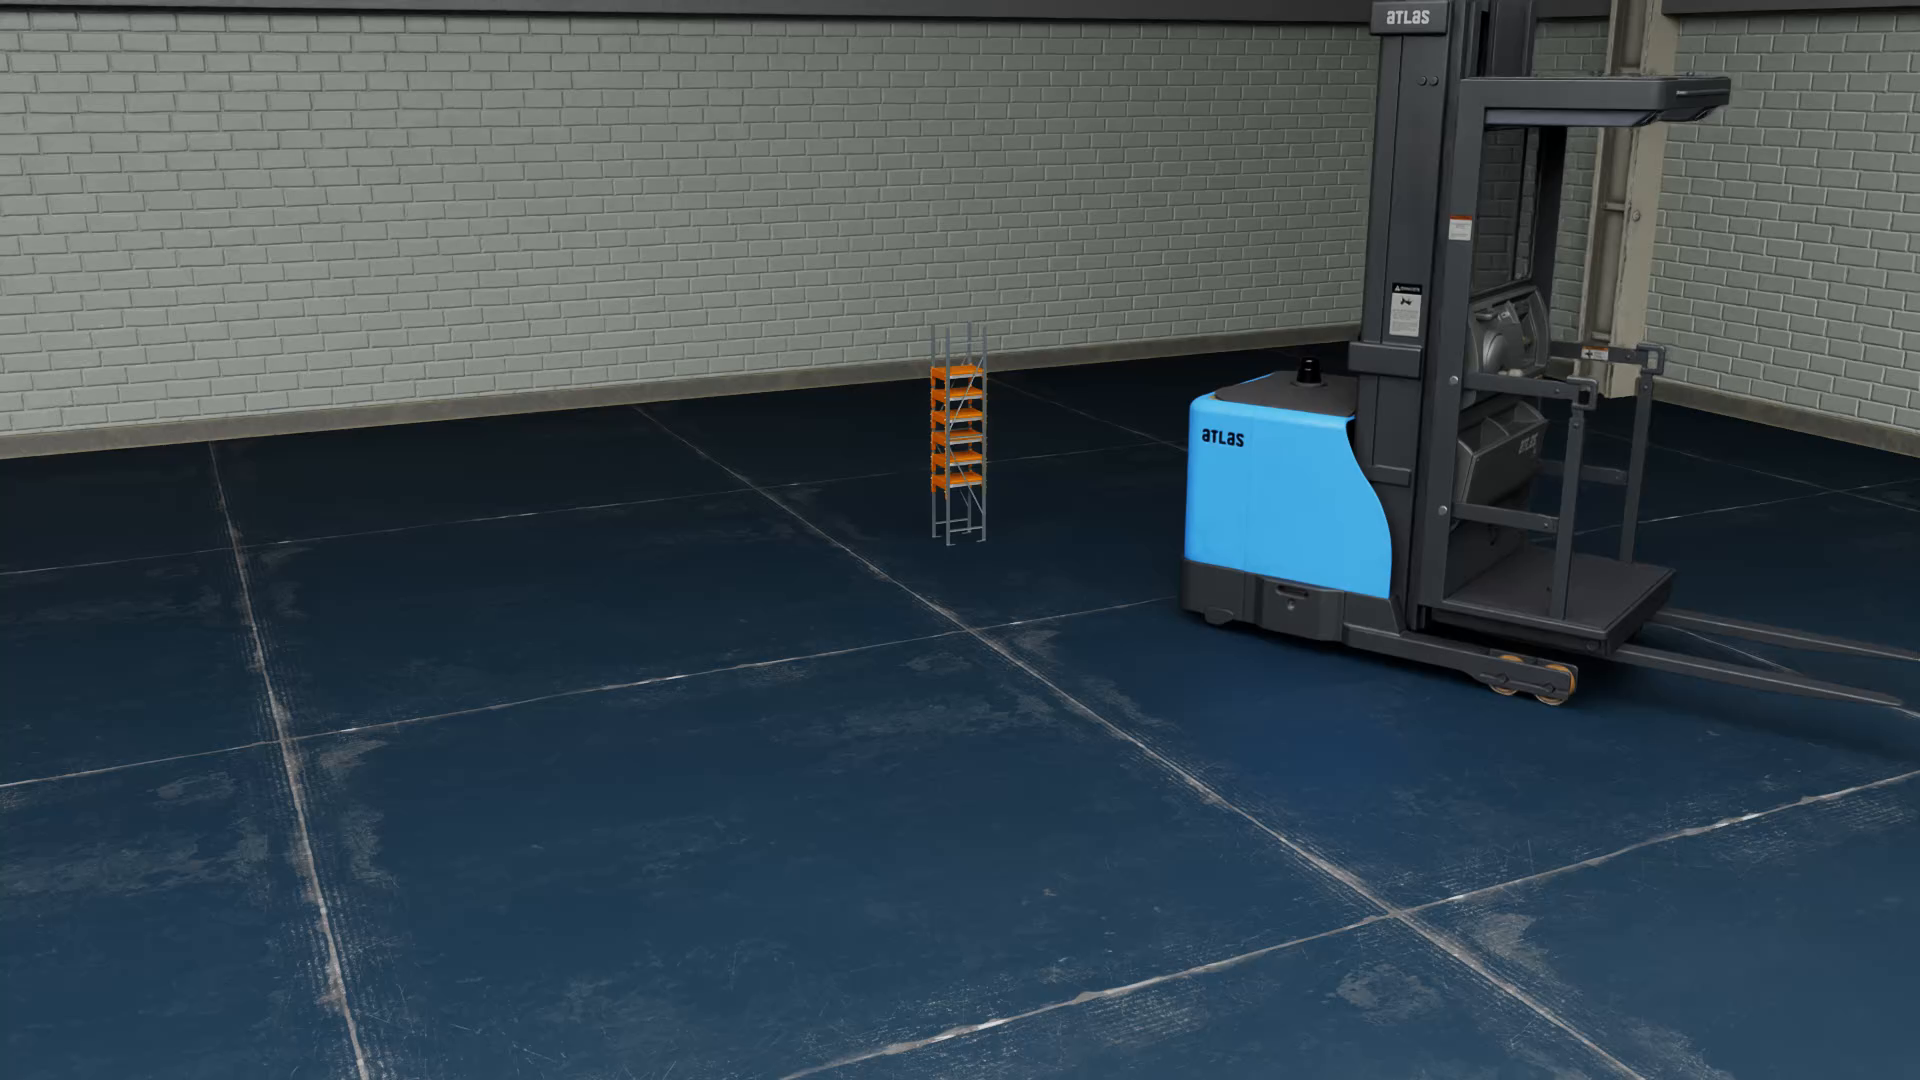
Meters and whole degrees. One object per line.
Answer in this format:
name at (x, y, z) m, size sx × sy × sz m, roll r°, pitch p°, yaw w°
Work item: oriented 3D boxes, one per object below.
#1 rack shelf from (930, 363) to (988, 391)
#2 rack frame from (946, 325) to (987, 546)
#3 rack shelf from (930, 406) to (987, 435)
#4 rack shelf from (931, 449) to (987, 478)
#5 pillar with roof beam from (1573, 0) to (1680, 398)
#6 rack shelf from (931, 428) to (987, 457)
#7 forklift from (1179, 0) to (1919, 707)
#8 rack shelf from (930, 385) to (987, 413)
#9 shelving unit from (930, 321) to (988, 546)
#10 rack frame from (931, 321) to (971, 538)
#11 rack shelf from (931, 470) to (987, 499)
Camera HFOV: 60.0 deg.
rack shelf at (-0.006, -0.884, 9.011) m, size 0.258 × 0.103 × 0.180 m, roll -8°, pitch 18°, yaw -25°
rack frame at (0.034, -0.558, 9.019) m, size 0.240 × 1.200 × 0.006 m, roll -8°, pitch 18°, yaw -25°
rack shelf at (-0.006, -0.653, 9.077) m, size 0.258 × 0.103 × 0.180 m, roll -8°, pitch 18°, yaw -25°
rack shelf at (-0.006, -0.422, 9.143) m, size 0.258 × 0.103 × 0.180 m, roll -8°, pitch 18°, yaw -25°
pillar with roof beam at (1.315, -4.994, 10.339) m, size 9.100 × 9.000 × 0.400 m, roll -8°, pitch 18°, yaw -25°
rack shelf at (-0.006, -0.538, 9.110) m, size 0.258 × 0.103 × 0.180 m, roll -8°, pitch 18°, yaw -25°
forklift at (2.529, -0.892, 7.046) m, size 3.031 × 2.935 × 1.130 m, roll 12°, pitch 20°, yaw 35°
rack shelf at (-0.006, -0.768, 9.044) m, size 0.258 × 0.103 × 0.180 m, roll -8°, pitch 18°, yaw -25°
shelving unit at (-0.006, -0.580, 9.098) m, size 0.258 × 1.200 × 0.189 m, roll -8°, pitch 18°, yaw -25°
rack frame at (-0.046, -0.603, 9.177) m, size 0.240 × 1.200 × 0.006 m, roll -8°, pitch 18°, yaw -25°
rack shelf at (-0.006, -0.307, 9.176) m, size 0.258 × 0.103 × 0.180 m, roll -8°, pitch 18°, yaw -25°
